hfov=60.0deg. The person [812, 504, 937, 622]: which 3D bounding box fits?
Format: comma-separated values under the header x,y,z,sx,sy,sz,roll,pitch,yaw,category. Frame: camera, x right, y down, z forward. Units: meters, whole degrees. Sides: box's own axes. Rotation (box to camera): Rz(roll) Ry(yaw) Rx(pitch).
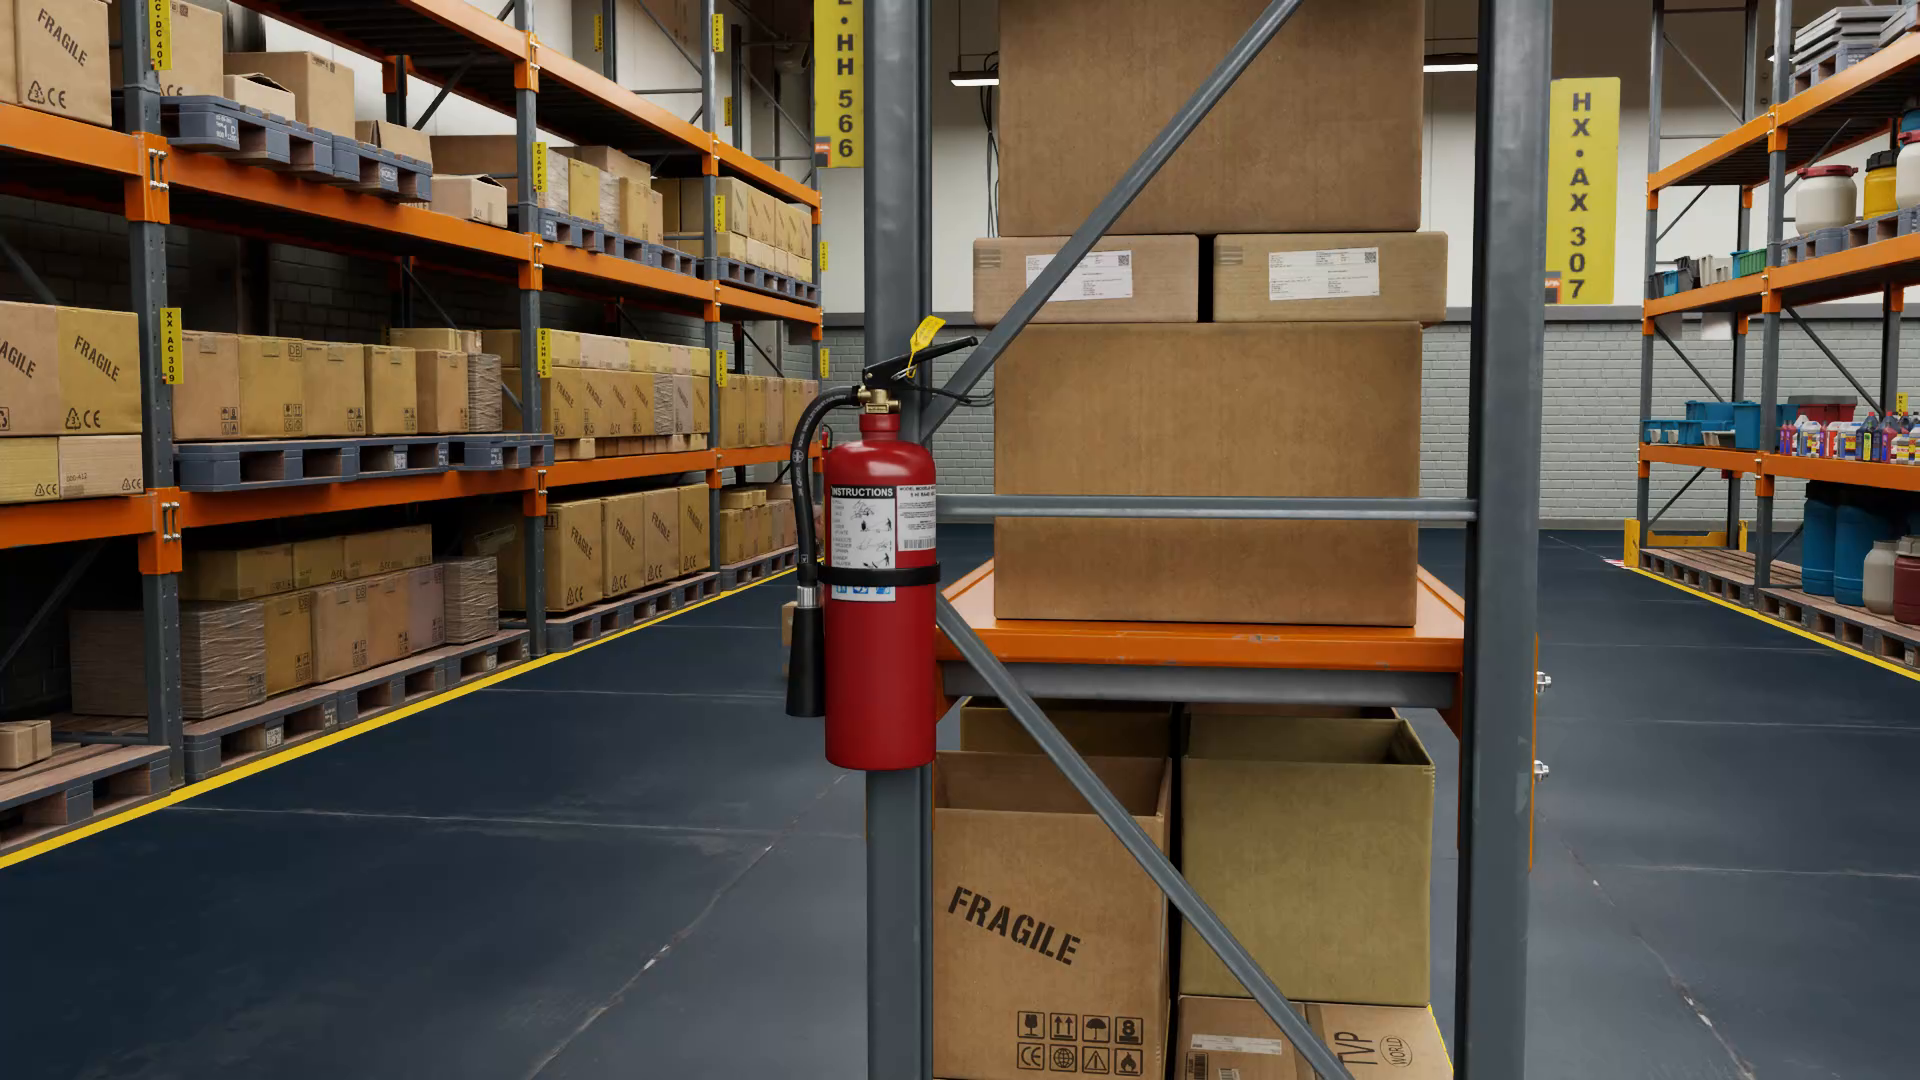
x,y,z,sx,sy,sz,roll,pitch,yaw,category
-0.580,0.320,10.315,0.846,1.085,0.568,1,4,8,person
